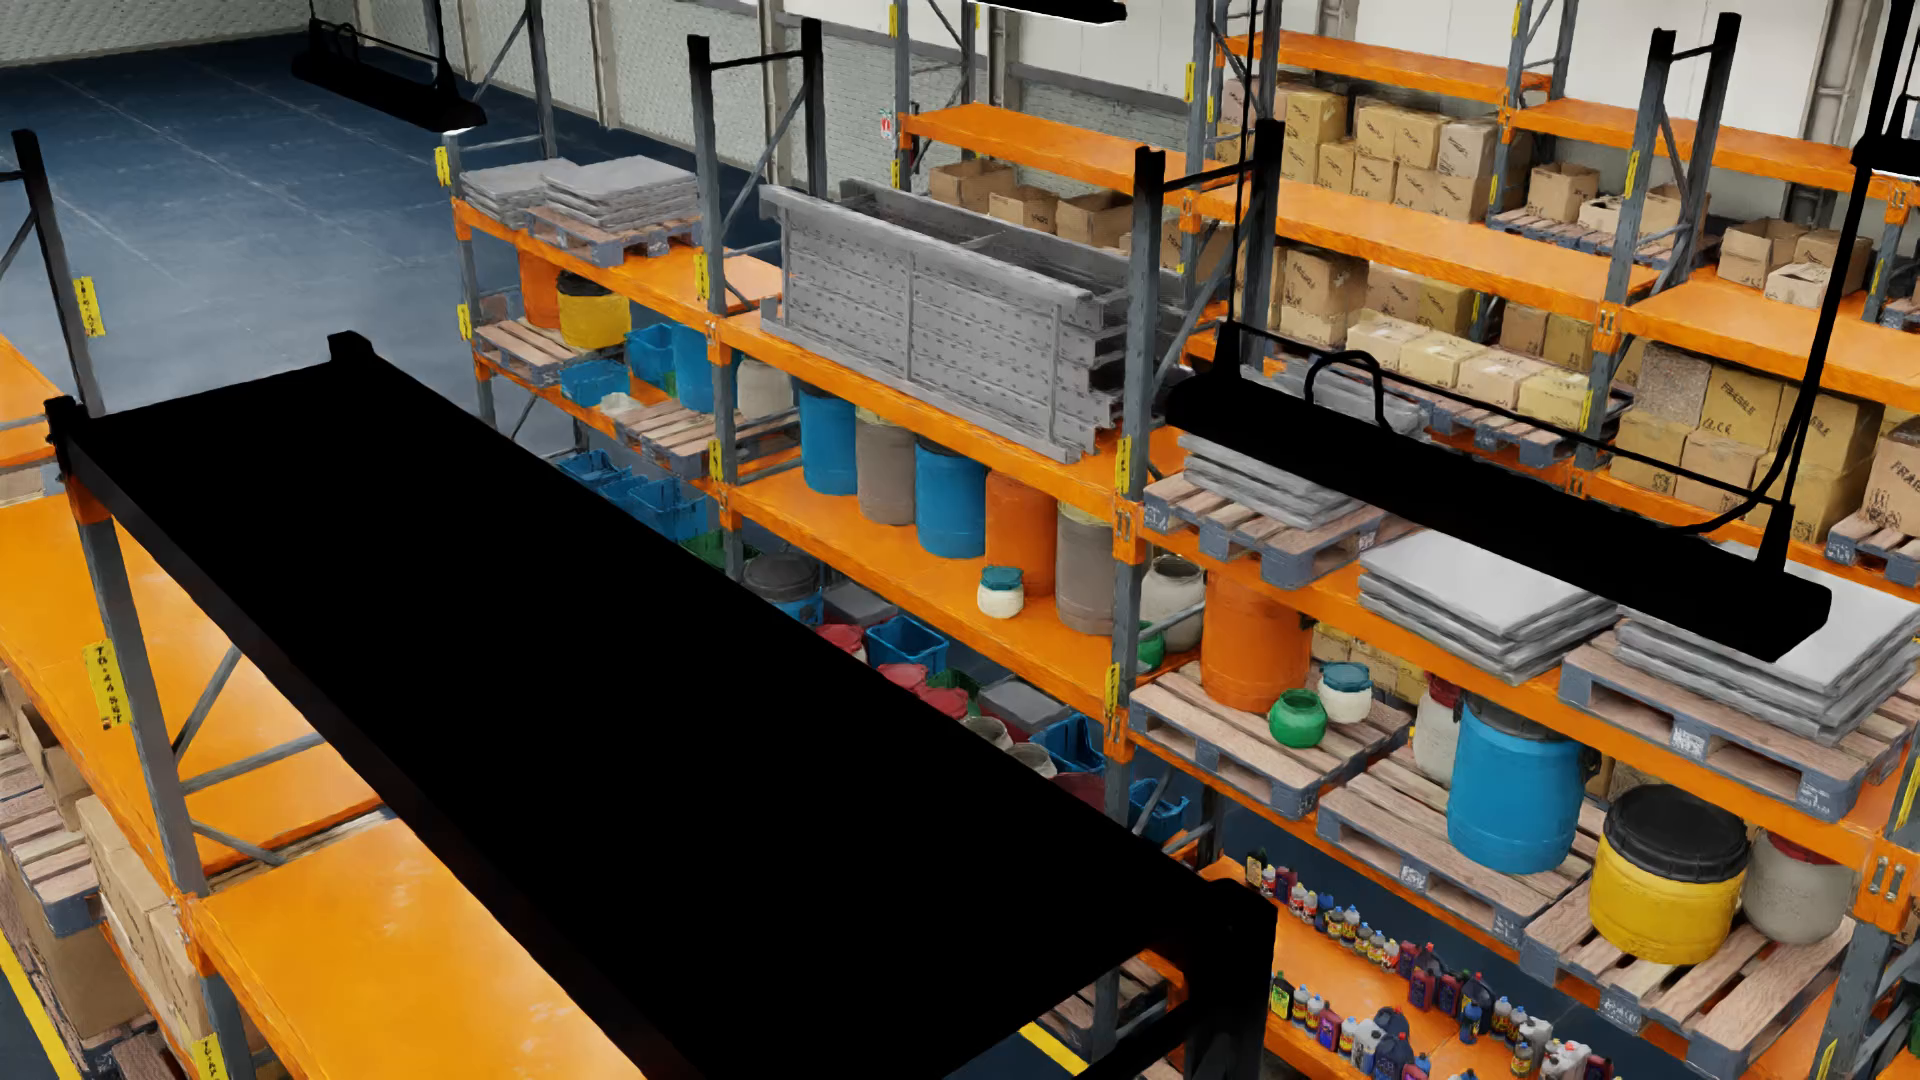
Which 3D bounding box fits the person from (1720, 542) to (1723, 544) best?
[{"bbox_3d":[7.436,-0.031,15.844,0.448,1.590,1.110,-20,33,-34],"label":"person"}]
